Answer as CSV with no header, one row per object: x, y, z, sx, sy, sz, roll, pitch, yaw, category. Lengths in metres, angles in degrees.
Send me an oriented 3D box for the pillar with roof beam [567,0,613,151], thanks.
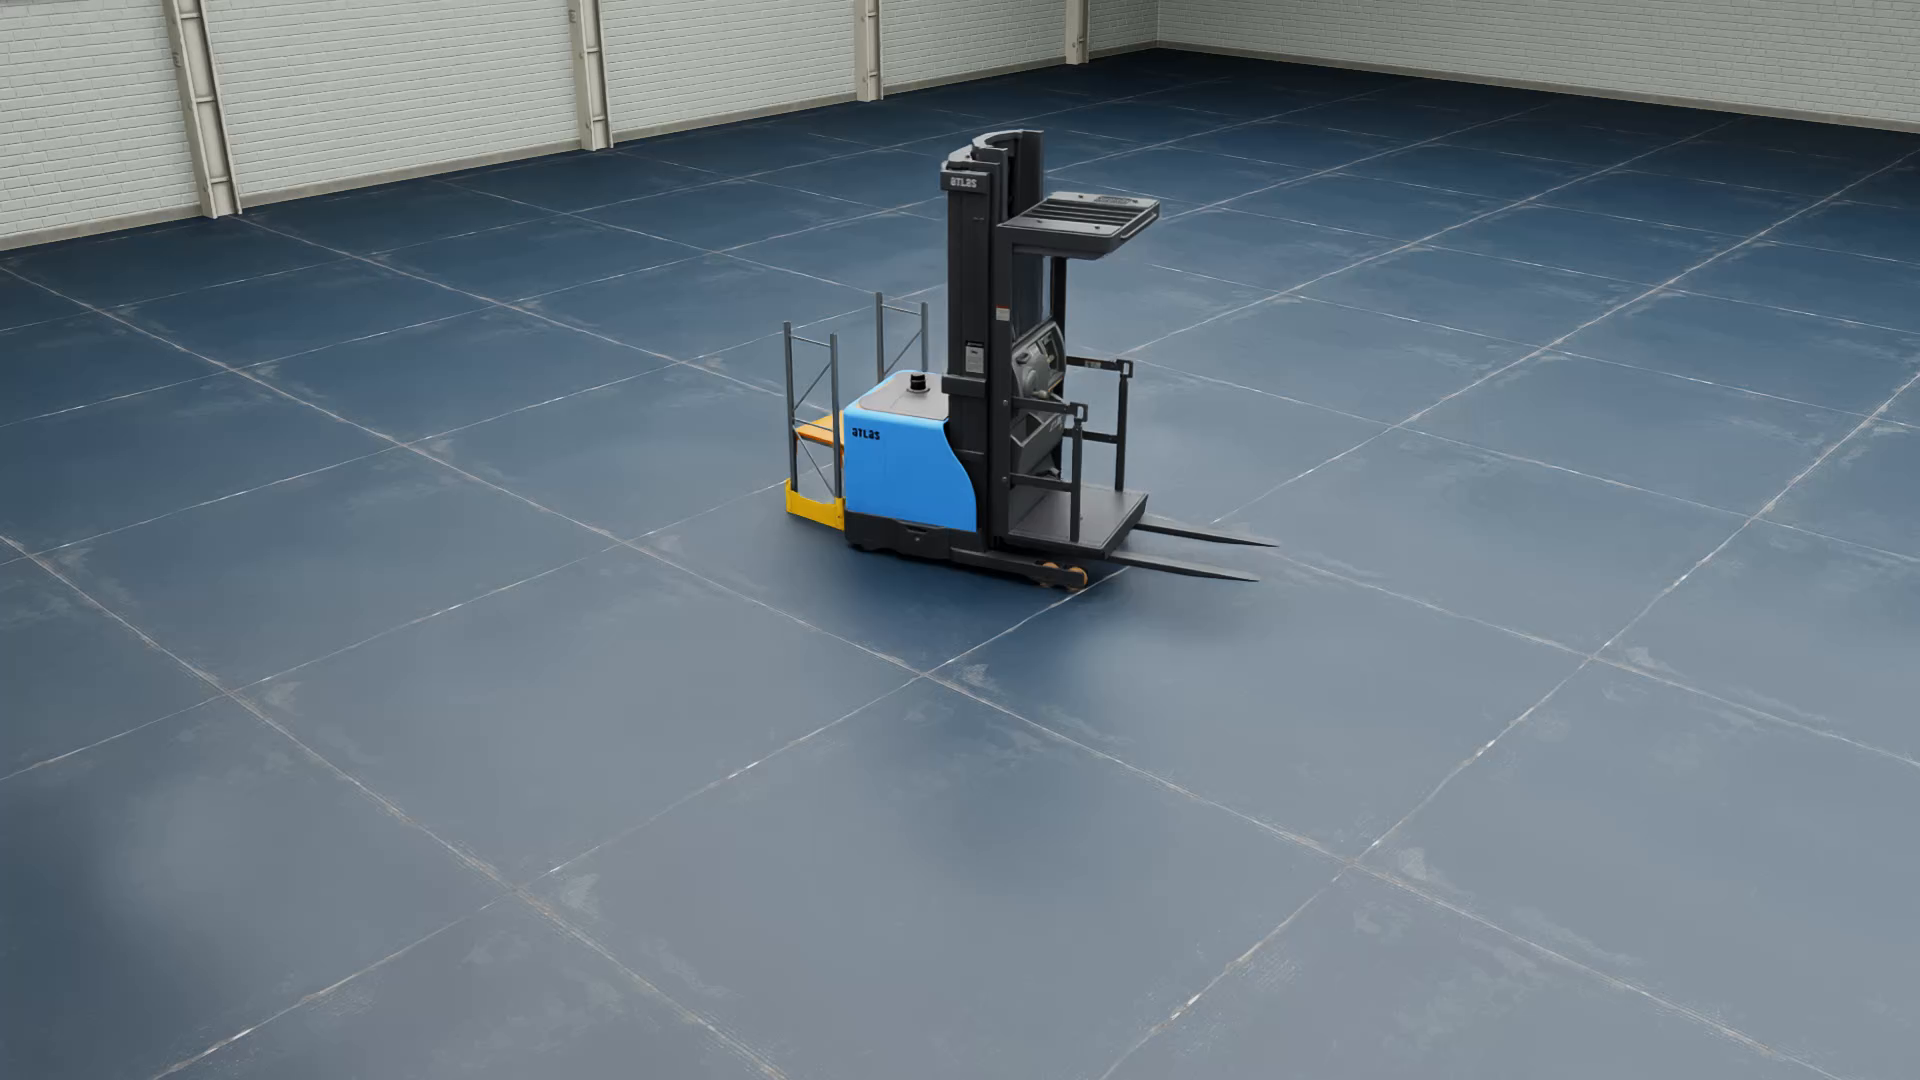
-2.420,-9.013,21.325,9.100,9.000,0.400,20,31,38,pillar with roof beam

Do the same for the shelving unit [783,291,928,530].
-0.769,-1.005,12.629,0.587,1.500,1.083,18,30,35,shelving unit

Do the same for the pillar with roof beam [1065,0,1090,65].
5.589,-12.669,29.479,9.100,9.000,0.400,20,31,38,pillar with roof beam

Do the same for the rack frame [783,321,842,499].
-1.080,-0.845,12.273,0.500,1.500,0.032,18,30,35,rack frame

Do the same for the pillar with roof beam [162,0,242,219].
-6.425,-7.185,17.248,9.100,9.000,0.400,20,31,38,pillar with roof beam

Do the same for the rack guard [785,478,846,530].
-1.080,-0.275,12.530,0.587,0.250,0.087,18,30,35,rack guard

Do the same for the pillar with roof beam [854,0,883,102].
1.584,-10.841,25.402,9.100,9.000,0.400,20,31,38,pillar with roof beam

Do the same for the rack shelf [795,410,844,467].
-0.764,-0.844,12.710,0.538,0.185,1.000,18,30,35,rack shelf

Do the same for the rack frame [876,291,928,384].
-0.447,-1.171,12.999,0.500,1.500,0.032,18,30,35,rack frame

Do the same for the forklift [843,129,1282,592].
0.727,-1.229,11.379,3.031,2.935,1.130,10,26,21,forklift
